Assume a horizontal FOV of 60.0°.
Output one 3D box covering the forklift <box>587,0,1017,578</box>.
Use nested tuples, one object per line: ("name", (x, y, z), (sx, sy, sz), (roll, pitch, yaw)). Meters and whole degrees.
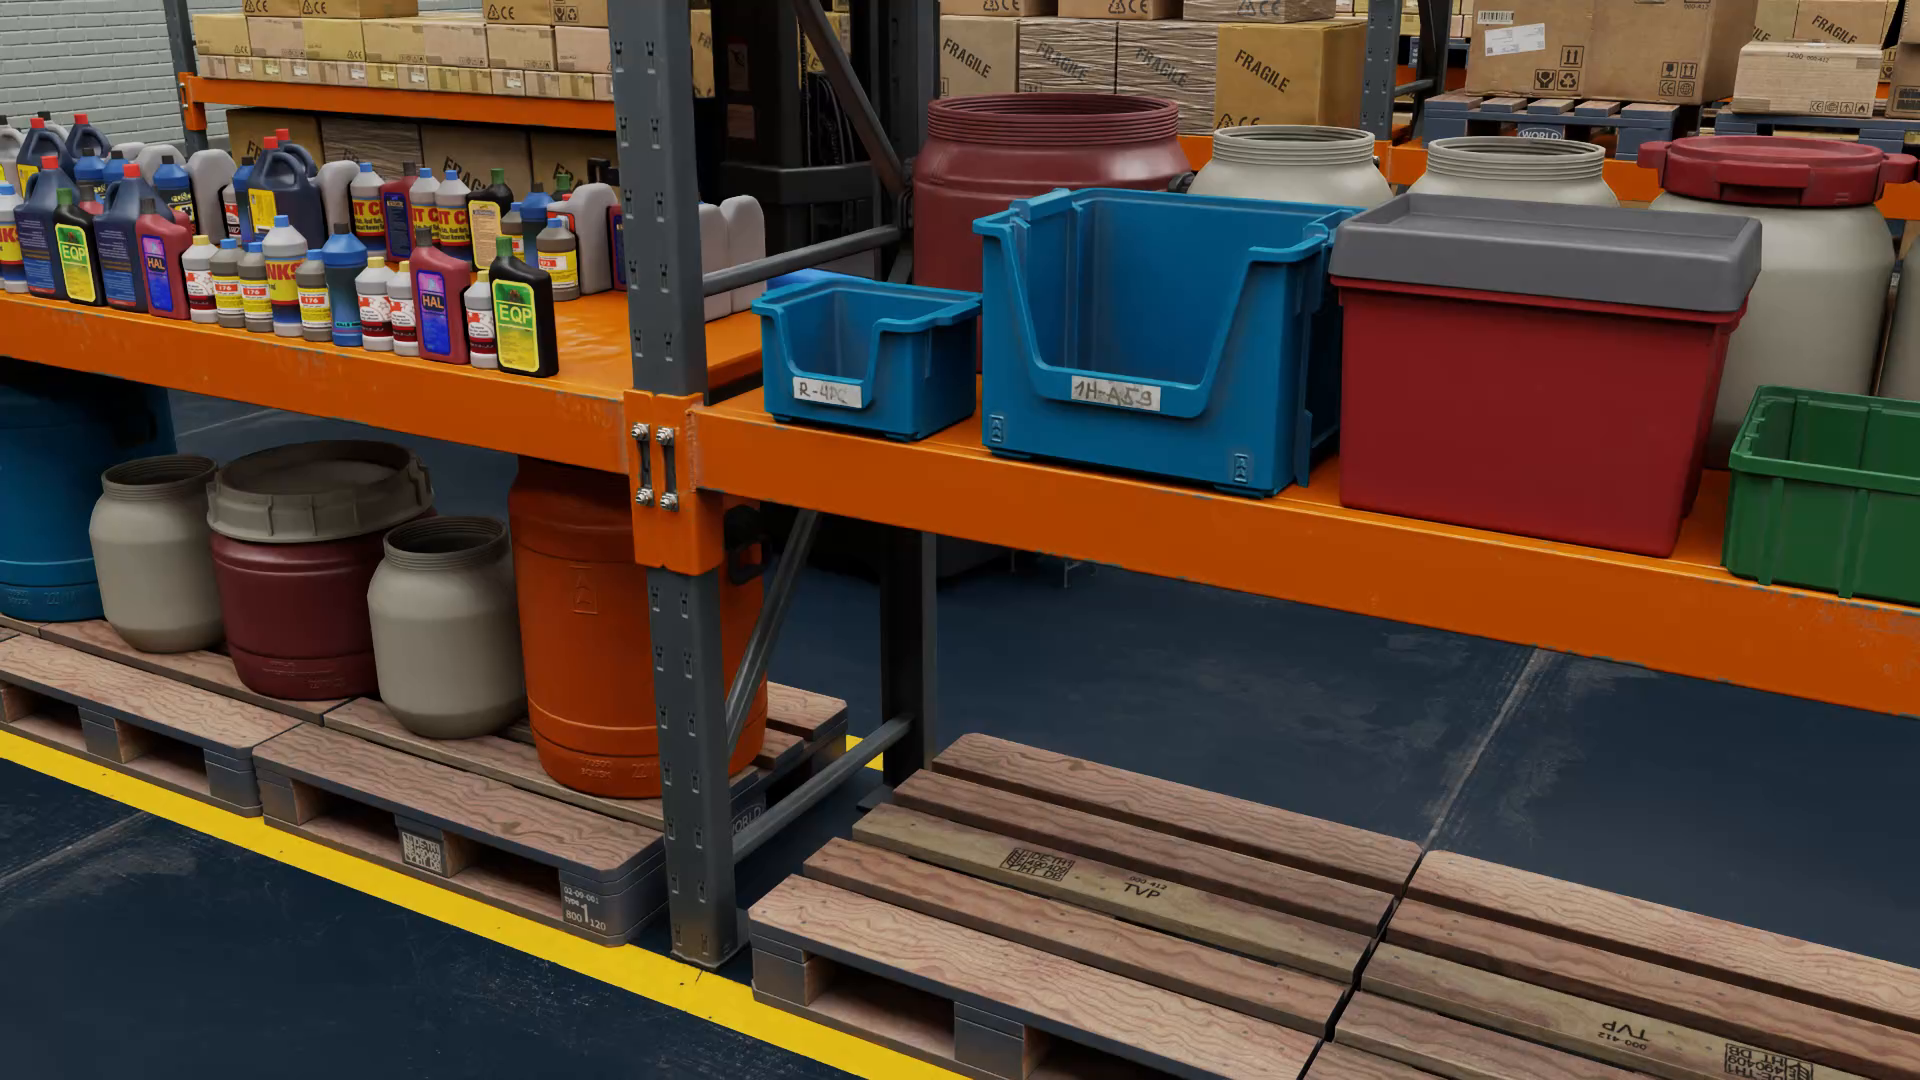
("forklift", (-0.872, -1.638, 6.583), (3.031, 2.935, 1.130), (17, 26, 39))

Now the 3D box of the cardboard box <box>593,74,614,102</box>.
("cardboard box", (-1.858, -2.578, 9.443), (0.250, 0.149, 0.380), (11, 23, 28))

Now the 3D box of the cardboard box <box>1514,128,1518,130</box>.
("cardboard box", (3.843, -2.948, 12.045), (0.500, 0.250, 0.500), (10, 22, 26))

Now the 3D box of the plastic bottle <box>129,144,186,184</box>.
("plastic bottle", (-2.469, -1.074, 5.110), (0.135, 0.276, 0.152), (11, 23, 27))

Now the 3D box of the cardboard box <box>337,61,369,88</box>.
("cardboard box", (-3.651, -2.920, 10.385), (0.250, 0.149, 0.380), (11, 22, 27))

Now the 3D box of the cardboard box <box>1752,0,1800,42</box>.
("cardboard box", (5.273, -3.346, 11.044), (0.500, 0.500, 0.500), (11, 22, 27))

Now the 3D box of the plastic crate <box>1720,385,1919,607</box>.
("plastic crate", (1.479, -0.044, 2.399), (0.662, 0.188, 0.450), (11, 23, 27))

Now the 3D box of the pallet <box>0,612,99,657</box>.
("pallet", (-3.194, 0.183, 5.552), (1.213, 0.211, 1.003), (11, 23, 27))

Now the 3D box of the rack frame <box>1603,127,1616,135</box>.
("rack frame", (4.567, -3.538, 11.719), (0.127, 3.000, 1.000), (11, 23, 27))

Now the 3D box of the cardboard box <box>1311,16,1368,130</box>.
("cardboard box", (1.769, -2.287, 8.124), (0.500, 0.500, 0.500), (12, 23, 29))

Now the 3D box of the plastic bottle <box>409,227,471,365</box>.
("plastic bottle", (-1.118, -0.527, 3.591), (0.133, 0.283, 0.061), (11, 23, 27))

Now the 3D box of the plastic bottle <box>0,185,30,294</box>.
("plastic bottle", (-2.445, -0.782, 4.310), (0.097, 0.271, 0.097), (0, 20, 0))

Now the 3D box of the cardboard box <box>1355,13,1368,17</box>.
("cardboard box", (3.020, -3.734, 12.012), (0.250, 0.149, 0.380), (10, 22, 25))

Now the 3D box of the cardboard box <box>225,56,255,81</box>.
("cardboard box", (-4.550, -3.091, 10.856), (0.250, 0.149, 0.380), (10, 22, 27))

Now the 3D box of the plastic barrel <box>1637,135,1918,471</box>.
("plastic barrel", (1.390, -0.421, 2.927), (0.433, 0.535, 0.433), (0, 20, 0))

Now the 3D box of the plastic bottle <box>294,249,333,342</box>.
("plastic bottle", (-1.465, -0.562, 3.807), (0.097, 0.201, 0.097), (0, 20, 0))

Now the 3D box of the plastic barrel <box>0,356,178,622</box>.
("plastic barrel", (-2.762, -0.267, 5.162), (0.708, 0.901, 0.600), (11, 23, 27))

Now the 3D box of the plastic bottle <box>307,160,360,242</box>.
("plastic bottle", (-1.786, -0.944, 4.751), (0.135, 0.276, 0.152), (11, 23, 27))

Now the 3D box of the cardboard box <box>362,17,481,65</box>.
("cardboard box", (-3.284, -3.063, 10.195), (0.500, 0.250, 0.500), (10, 22, 26))

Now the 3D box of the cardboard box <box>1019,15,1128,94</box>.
("cardboard box", (0.621, -2.303, 8.170), (0.500, 0.500, 0.500), (10, 22, 26))

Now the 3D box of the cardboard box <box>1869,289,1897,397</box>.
("cardboard box", (4.131, -0.731, 7.002), (0.500, 0.500, 0.700), (9, 22, 23))

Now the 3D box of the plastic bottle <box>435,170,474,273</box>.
("plastic bottle", (-1.385, -0.876, 4.571), (0.097, 0.271, 0.097), (0, 20, 0))

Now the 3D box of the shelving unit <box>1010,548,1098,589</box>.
("shelving unit", (0.341, -0.373, 5.854), (0.252, 1.050, 0.215), (17, 26, 39))

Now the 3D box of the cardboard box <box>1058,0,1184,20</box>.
("cardboard box", (0.862, -2.832, 8.157), (0.637, 0.503, 0.797), (11, 23, 29))

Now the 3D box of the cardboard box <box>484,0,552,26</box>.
("cardboard box", (-2.399, -3.247, 9.600), (0.500, 0.500, 0.500), (11, 23, 28))

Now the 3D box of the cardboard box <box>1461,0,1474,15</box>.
("cardboard box", (3.680, -3.748, 11.614), (0.250, 0.149, 0.380), (12, 23, 29))

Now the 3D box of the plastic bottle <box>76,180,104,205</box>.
("plastic bottle", (-2.290, -0.808, 4.384), (0.097, 0.271, 0.097), (0, 20, 0))

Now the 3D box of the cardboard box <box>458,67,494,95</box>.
("cardboard box", (-2.756, -2.749, 9.914), (0.250, 0.149, 0.380), (11, 23, 28))

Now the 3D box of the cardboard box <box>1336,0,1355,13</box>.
("cardboard box", (2.787, -3.918, 12.082), (0.250, 0.149, 0.380), (11, 23, 29))

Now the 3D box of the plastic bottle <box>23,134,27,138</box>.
("plastic bottle", (-3.027, -1.180, 5.402), (0.135, 0.276, 0.152), (11, 23, 27))

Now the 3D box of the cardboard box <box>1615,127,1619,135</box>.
("cardboard box", (6.331, -4.367, 16.504), (0.875, 0.875, 0.875), (11, 22, 27))

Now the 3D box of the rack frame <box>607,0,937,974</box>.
("rack frame", (-0.355, -0.604, 3.630), (0.127, 3.000, 1.000), (11, 23, 27))

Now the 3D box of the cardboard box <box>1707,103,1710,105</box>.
("cardboard box", (9.080, -5.682, 20.682), (0.500, 0.500, 0.500), (12, 23, 29))

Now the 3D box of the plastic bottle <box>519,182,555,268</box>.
("plastic bottle", (-1.097, -0.798, 4.354), (0.097, 0.271, 0.097), (0, 20, 0))

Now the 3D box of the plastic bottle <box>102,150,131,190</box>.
("plastic bottle", (-2.513, -1.032, 4.999), (0.097, 0.271, 0.097), (0, 20, 0))

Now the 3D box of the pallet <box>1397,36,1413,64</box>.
("pallet", (2.819, -3.765, 12.626), (1.213, 0.211, 1.003), (11, 23, 27))

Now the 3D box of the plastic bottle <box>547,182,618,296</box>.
("plastic bottle", (-0.979, -0.790, 4.327), (0.135, 0.276, 0.152), (11, 23, 27))

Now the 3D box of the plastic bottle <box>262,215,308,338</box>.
("plastic bottle", (-1.550, -0.611, 3.840), (0.097, 0.271, 0.097), (0, 20, 0))

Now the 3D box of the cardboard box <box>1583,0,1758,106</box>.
("cardboard box", (3.087, -2.182, 7.218), (0.500, 0.500, 0.700), (15, 25, 35))

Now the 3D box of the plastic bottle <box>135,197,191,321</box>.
("plastic bottle", (-1.914, -0.679, 4.010), (0.133, 0.283, 0.061), (11, 23, 27))

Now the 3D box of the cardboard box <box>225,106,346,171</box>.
("cardboard box", (-4.326, -2.525, 11.426), (0.875, 0.875, 0.875), (11, 23, 27))

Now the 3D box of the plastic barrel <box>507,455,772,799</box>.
("plastic barrel", (-0.791, 0.143, 4.139), (0.708, 0.830, 0.600), (11, 23, 27))

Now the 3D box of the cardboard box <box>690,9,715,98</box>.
("cardboard box", (-1.152, -2.639, 9.096), (0.500, 0.500, 0.500), (11, 23, 27))

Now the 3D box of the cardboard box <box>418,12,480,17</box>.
("cardboard box", (-3.484, -3.307, 10.867), (0.500, 0.250, 0.500), (10, 22, 25))

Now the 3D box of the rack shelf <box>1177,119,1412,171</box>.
("rack shelf", (0.314, -2.073, 8.735), (4.000, 0.370, 1.077), (11, 23, 27))
